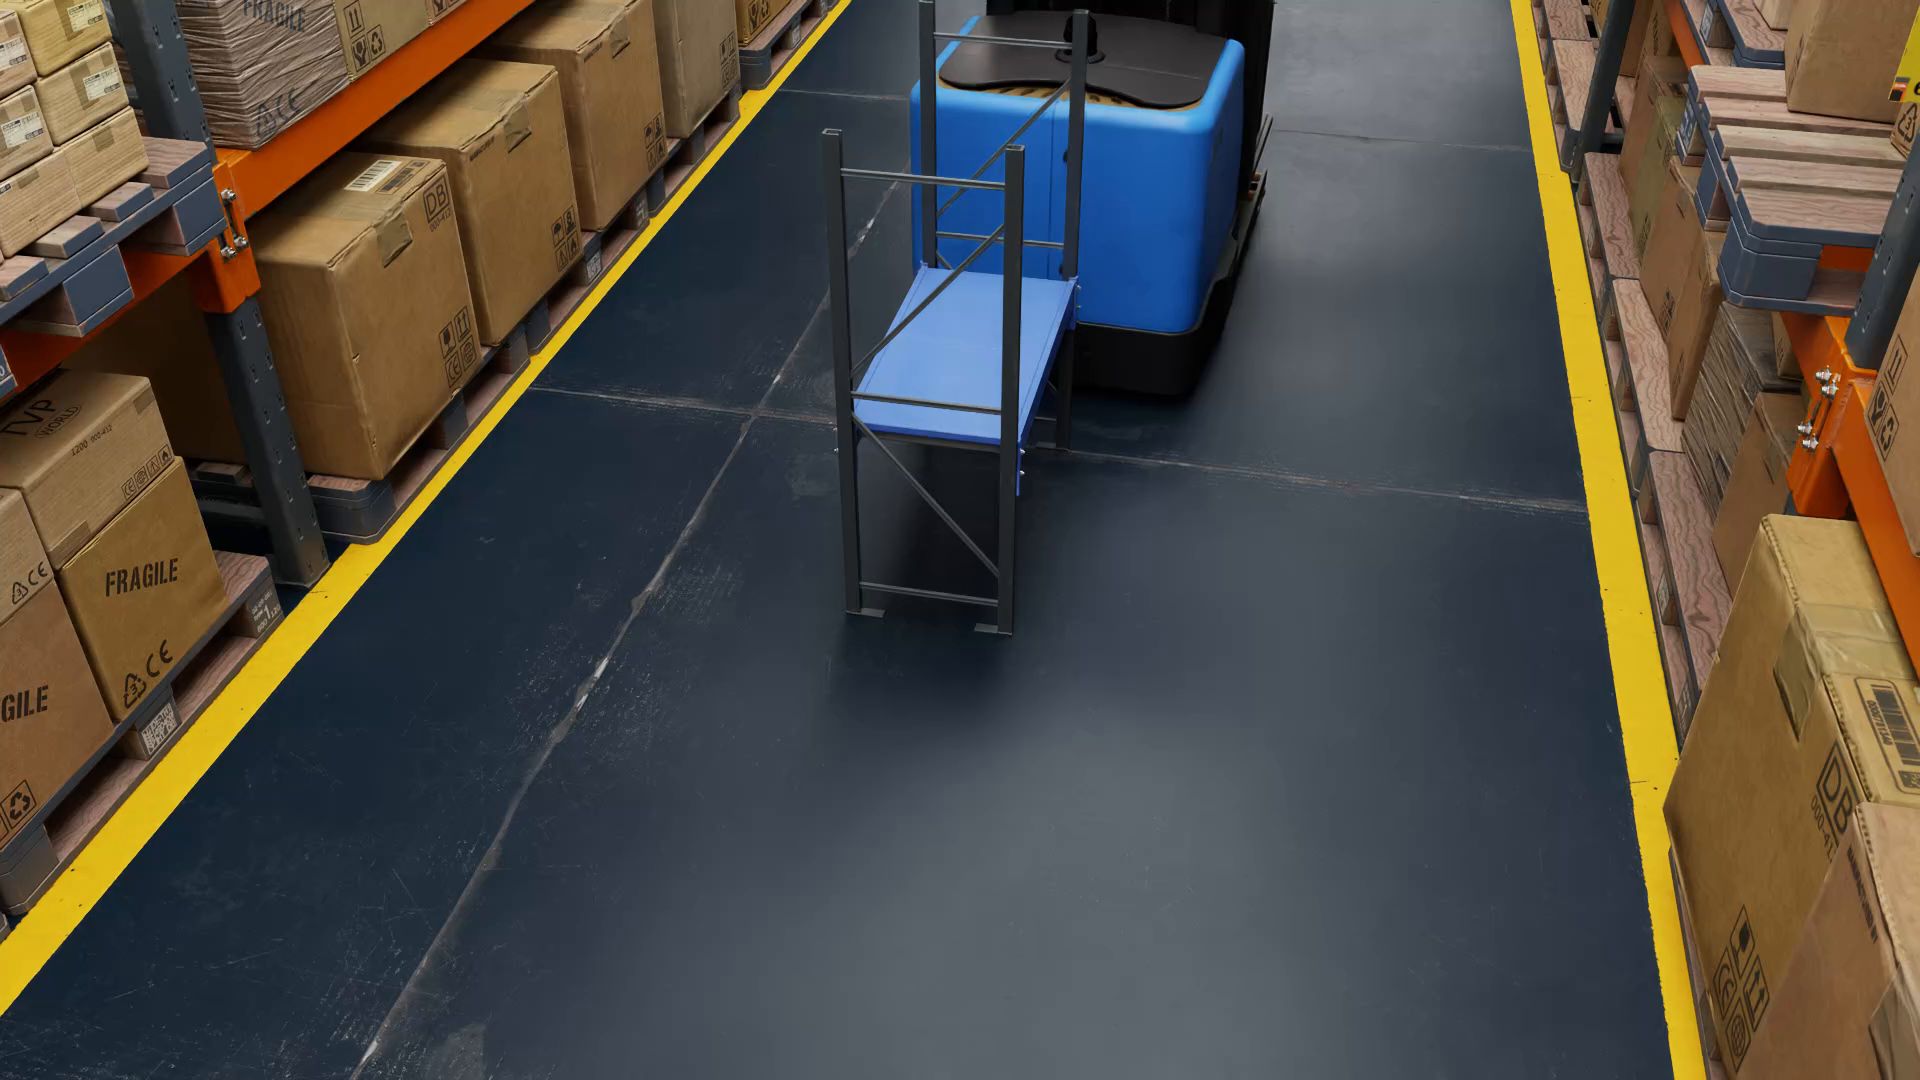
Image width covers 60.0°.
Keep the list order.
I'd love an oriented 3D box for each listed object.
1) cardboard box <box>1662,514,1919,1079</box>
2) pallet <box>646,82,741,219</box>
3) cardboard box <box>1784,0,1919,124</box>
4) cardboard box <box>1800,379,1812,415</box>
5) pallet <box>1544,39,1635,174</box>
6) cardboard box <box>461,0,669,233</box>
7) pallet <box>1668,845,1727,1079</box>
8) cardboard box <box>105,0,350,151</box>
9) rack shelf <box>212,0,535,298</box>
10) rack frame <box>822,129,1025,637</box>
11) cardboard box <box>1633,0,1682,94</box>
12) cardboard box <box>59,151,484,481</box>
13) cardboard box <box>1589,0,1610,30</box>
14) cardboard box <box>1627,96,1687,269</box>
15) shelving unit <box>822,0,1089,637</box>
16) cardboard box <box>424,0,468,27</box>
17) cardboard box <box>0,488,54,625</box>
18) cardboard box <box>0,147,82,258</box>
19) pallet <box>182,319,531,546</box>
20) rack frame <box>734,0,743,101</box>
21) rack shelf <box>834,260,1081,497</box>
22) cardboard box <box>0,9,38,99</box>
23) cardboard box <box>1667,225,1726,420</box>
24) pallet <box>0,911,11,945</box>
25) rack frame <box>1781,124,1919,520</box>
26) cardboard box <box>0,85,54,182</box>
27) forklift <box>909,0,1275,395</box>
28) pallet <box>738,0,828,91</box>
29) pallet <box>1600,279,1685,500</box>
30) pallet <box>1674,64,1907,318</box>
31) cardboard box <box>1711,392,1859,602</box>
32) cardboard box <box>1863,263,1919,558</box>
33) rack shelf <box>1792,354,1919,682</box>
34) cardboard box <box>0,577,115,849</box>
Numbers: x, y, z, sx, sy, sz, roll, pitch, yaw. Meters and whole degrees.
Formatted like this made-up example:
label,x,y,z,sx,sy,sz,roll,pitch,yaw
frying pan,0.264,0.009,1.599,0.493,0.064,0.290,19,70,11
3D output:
label,x,y,z,sx,sy,sz,roll,pitch,yaw
cardboard box,2.215,0.604,3.313,1.225,0.875,0.875,6,36,8
pallet,-1.678,-1.871,7.652,1.003,0.211,1.213,7,37,10
cardboard box,2.480,-1.337,4.095,0.700,0.500,0.500,13,38,17
cardboard box,2.496,-0.337,4.274,0.500,0.250,0.500,9,37,12
pallet,3.346,-2.033,7.875,1.003,0.211,1.213,7,37,10
cardboard box,-1.841,-1.791,6.725,1.050,0.750,0.750,7,37,10
pallet,2.141,1.093,3.563,1.003,0.211,1.213,7,37,10
cardboard box,-2.082,-1.423,4.572,0.500,0.500,0.500,8,37,10
rack shelf,-2.014,-2.014,6.086,1.077,0.370,4.000,7,37,10
rack frame,-0.090,-0.365,4.475,0.500,1.500,0.032,7,37,10
cardboard box,3.362,-2.154,7.439,0.500,0.500,0.500,6,36,9
cardboard box,-2.223,-0.756,5.296,1.050,0.750,0.750,7,36,9
cardboard box,3.532,-2.850,8.398,0.500,0.500,0.500,4,36,6
cardboard box,2.965,-1.318,6.267,0.700,0.500,0.500,7,37,10
shelving unit,0.018,-0.656,4.877,0.538,1.500,1.048,7,37,10
cardboard box,-1.868,-2.004,5.373,0.500,0.500,0.500,7,37,10
cardboard box,-2.428,0.096,3.695,0.500,0.250,0.500,8,37,11
cardboard box,-2.152,-0.744,3.577,0.380,0.149,0.250,7,37,10
pallet,-2.199,-0.472,5.722,1.003,0.211,1.213,7,37,10
rack frame,-1.587,-3.452,7.457,1.000,3.000,0.127,7,37,10
rack shelf,0.018,-0.511,4.983,0.538,0.185,1.000,7,37,10
cardboard box,-2.154,-0.986,3.403,0.380,0.149,0.250,7,36,9
cardboard box,2.727,-0.677,5.383,0.700,0.500,0.500,10,37,14
pallet,-2.872,1.116,3.531,1.003,0.211,1.213,7,37,10
rack frame,2.383,-0.479,3.355,1.000,3.000,0.127,7,37,10
cardboard box,-2.157,-0.854,3.475,0.380,0.149,0.250,9,37,12
forklift,0.704,-2.560,6.284,1.130,2.935,3.031,9,37,13
pallet,-1.348,-2.749,8.863,1.003,0.211,1.213,7,37,10
pallet,2.814,-0.495,5.753,1.003,0.211,1.213,7,37,10
pallet,2.431,-0.823,3.993,1.213,0.211,1.003,7,37,10
cardboard box,2.506,-0.032,4.493,0.700,0.500,0.500,5,36,8
cardboard box,2.013,-0.275,2.988,0.500,0.500,0.500,8,37,11
rack shelf,1.955,0.959,1.984,1.077,0.370,4.000,7,37,10
cardboard box,-2.441,0.391,3.927,0.500,0.500,0.500,9,37,12
